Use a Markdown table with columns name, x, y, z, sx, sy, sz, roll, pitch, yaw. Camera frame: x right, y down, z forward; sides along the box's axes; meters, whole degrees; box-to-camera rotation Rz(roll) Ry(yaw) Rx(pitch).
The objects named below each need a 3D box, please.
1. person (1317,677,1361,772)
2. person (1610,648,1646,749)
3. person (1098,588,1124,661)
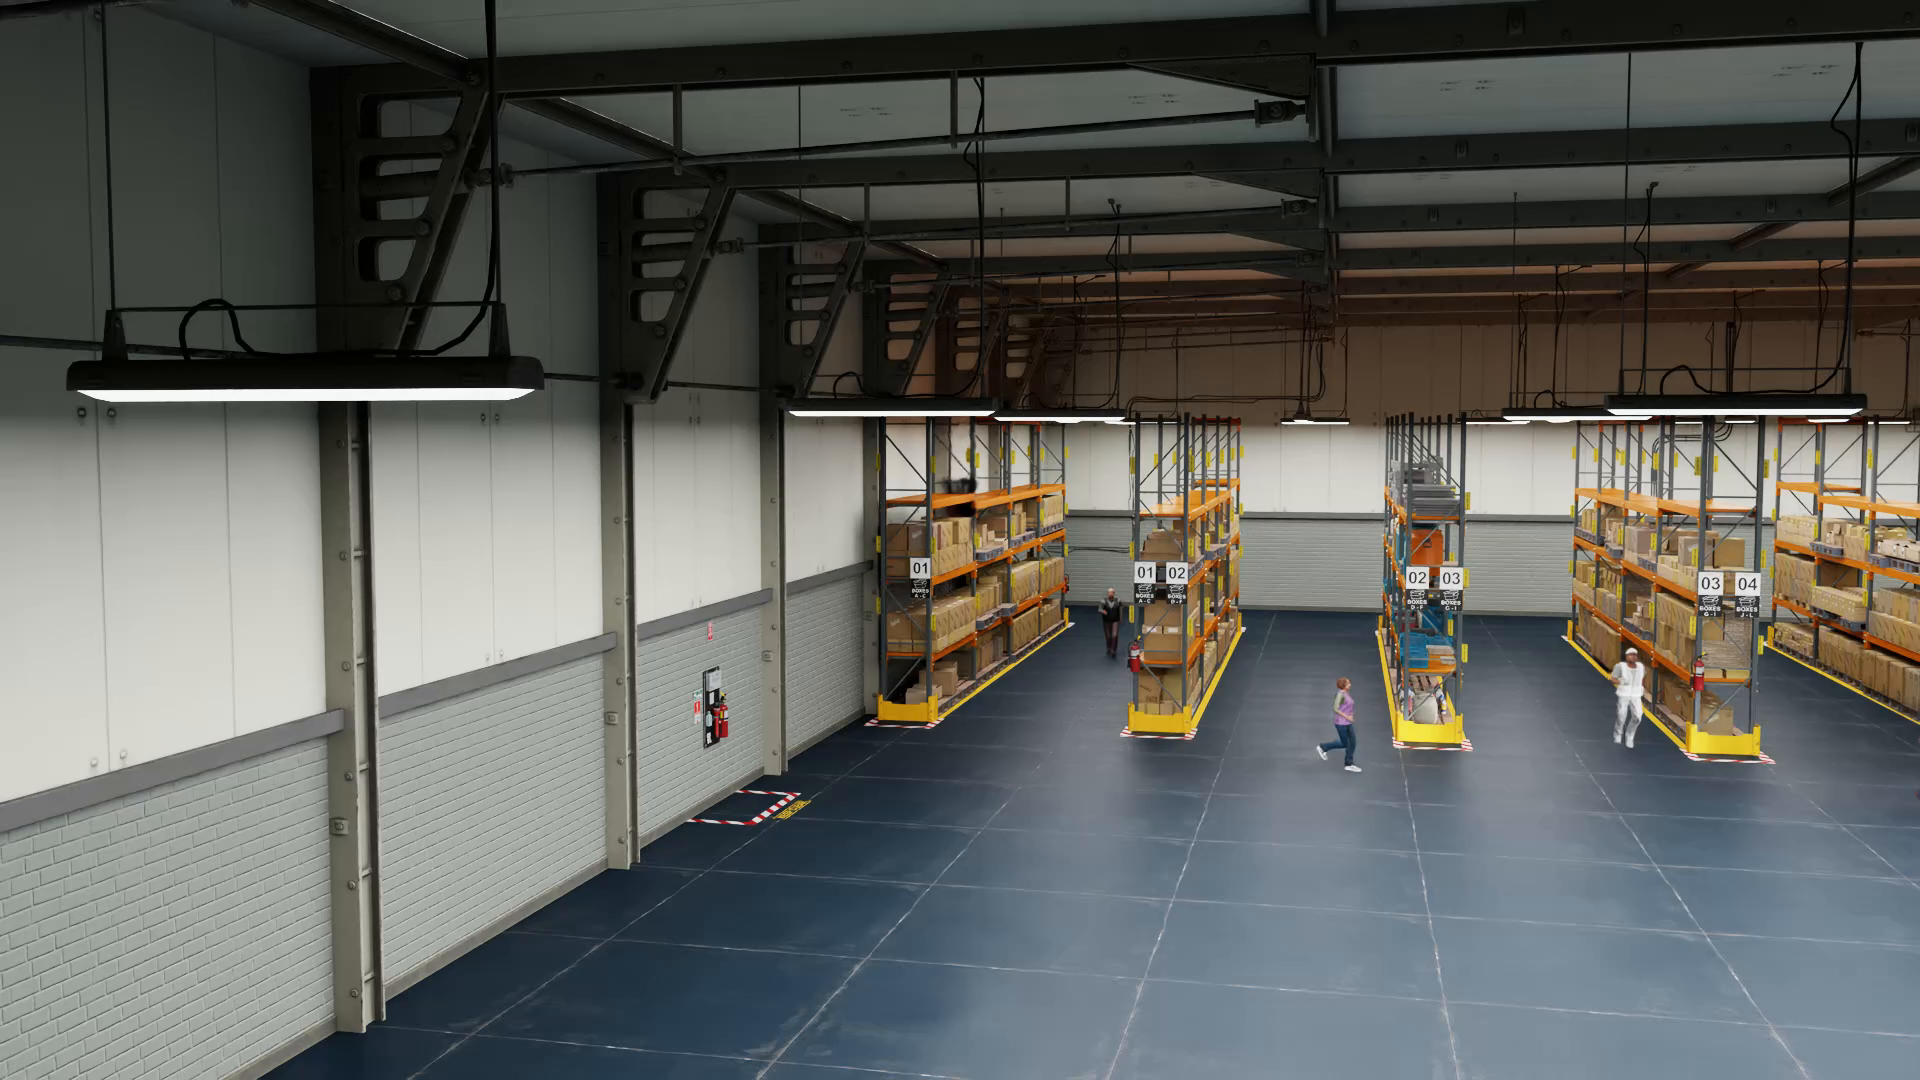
| name | x | y | z | sx | sy | sz | roll | pitch | yaw |
| --- | --- | --- | --- | --- | --- | --- | --- | --- | --- |
| person | 6.360 | 3.071 | 27.800 | 0.748 | 1.575 | 0.539 | 2 | 4 | 31 |
| person | 11.969 | 2.839 | 29.720 | 0.682 | 1.829 | 0.662 | 0 | 4 | 5 |
| person | 3.740 | 2.065 | 41.258 | 0.610 | 1.754 | 0.889 | 1 | 4 | 12 |
